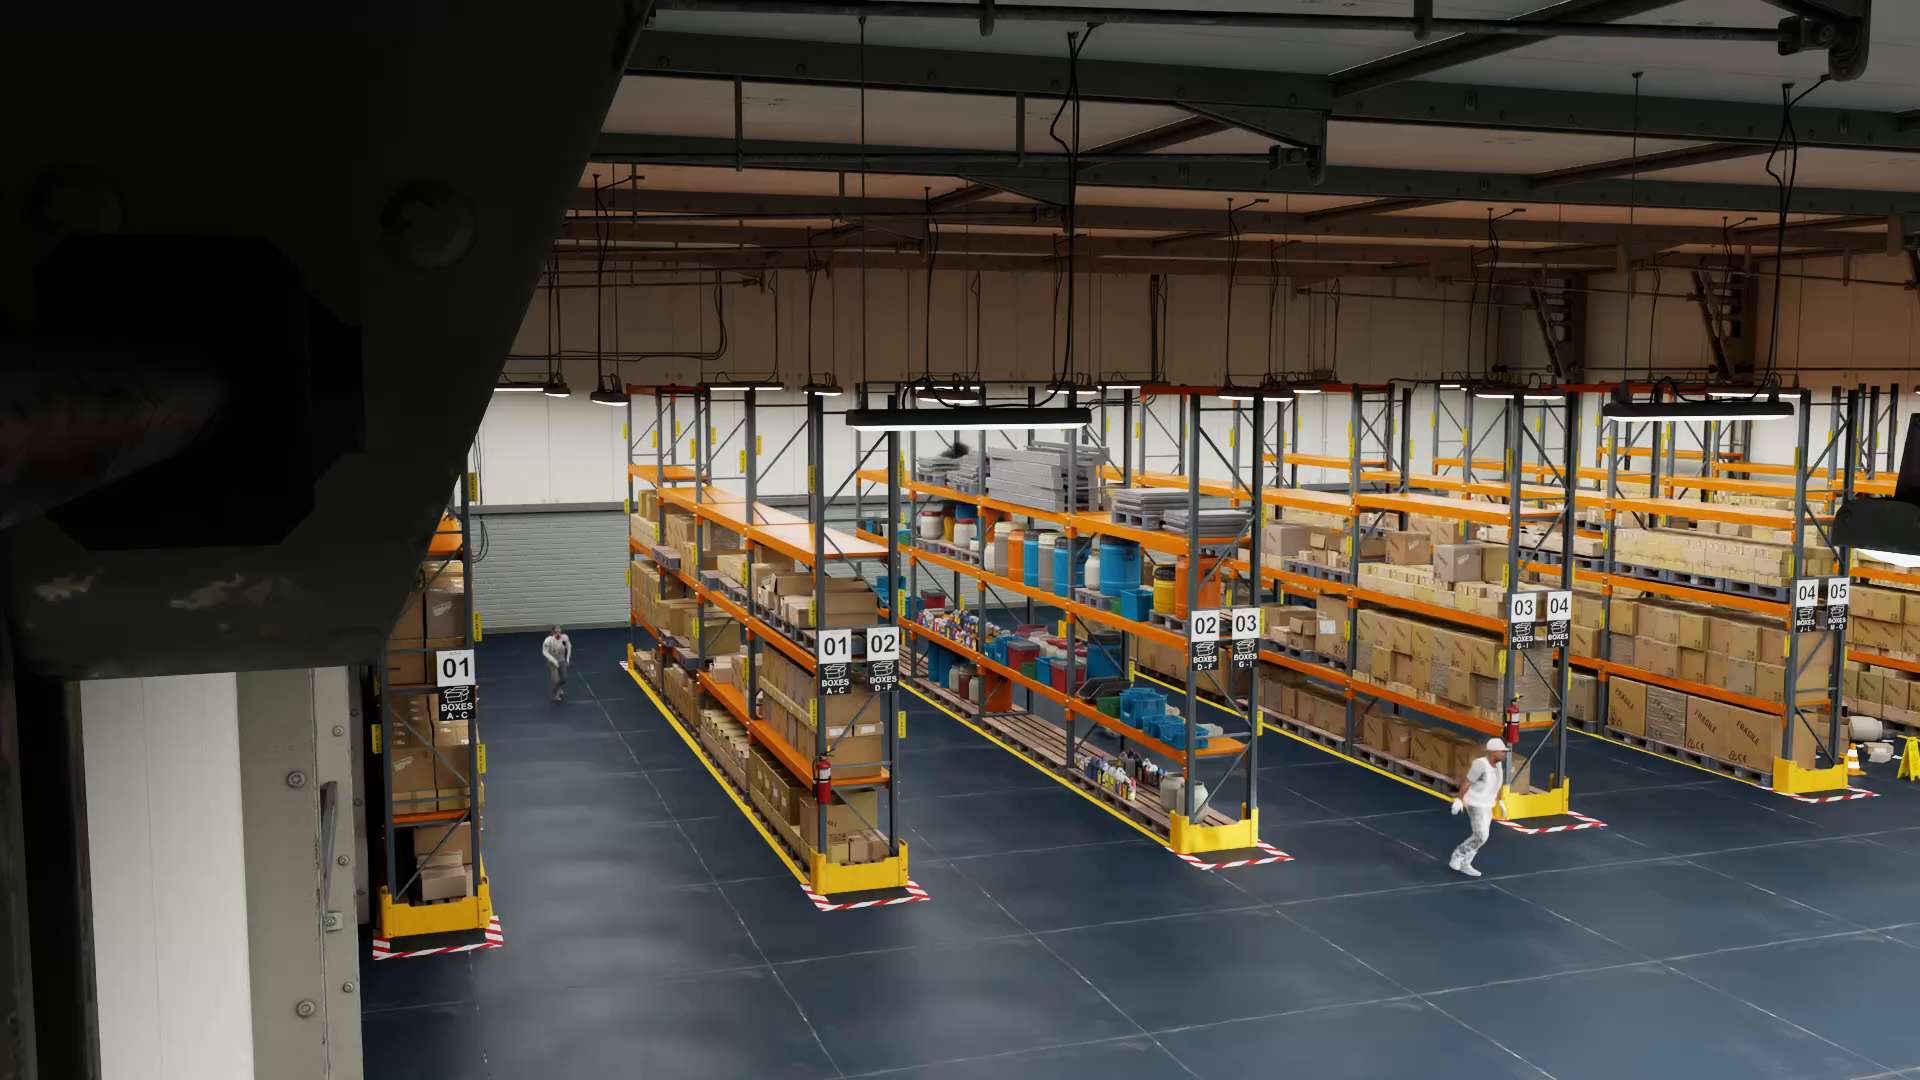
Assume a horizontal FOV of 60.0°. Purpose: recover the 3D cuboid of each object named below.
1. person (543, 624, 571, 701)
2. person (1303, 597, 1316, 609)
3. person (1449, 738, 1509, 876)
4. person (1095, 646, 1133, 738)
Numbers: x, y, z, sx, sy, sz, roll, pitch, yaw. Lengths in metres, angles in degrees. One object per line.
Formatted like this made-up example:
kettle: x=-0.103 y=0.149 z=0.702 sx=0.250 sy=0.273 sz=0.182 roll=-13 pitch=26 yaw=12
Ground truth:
person: x=-7.696 y=2.311 z=31.668 sx=0.583 sy=1.511 sz=0.828 roll=-4 pitch=7 yaw=-36
person: x=8.691 y=1.285 z=41.762 sx=0.754 sy=1.492 sz=0.533 roll=-3 pitch=7 yaw=-26
person: x=6.495 y=3.335 z=20.776 sx=0.604 sy=1.756 sz=0.700 roll=5 pitch=8 yaw=40
person: x=2.611 y=2.544 z=28.524 sx=0.779 sy=1.726 sz=0.654 roll=4 pitch=7 yaw=32
